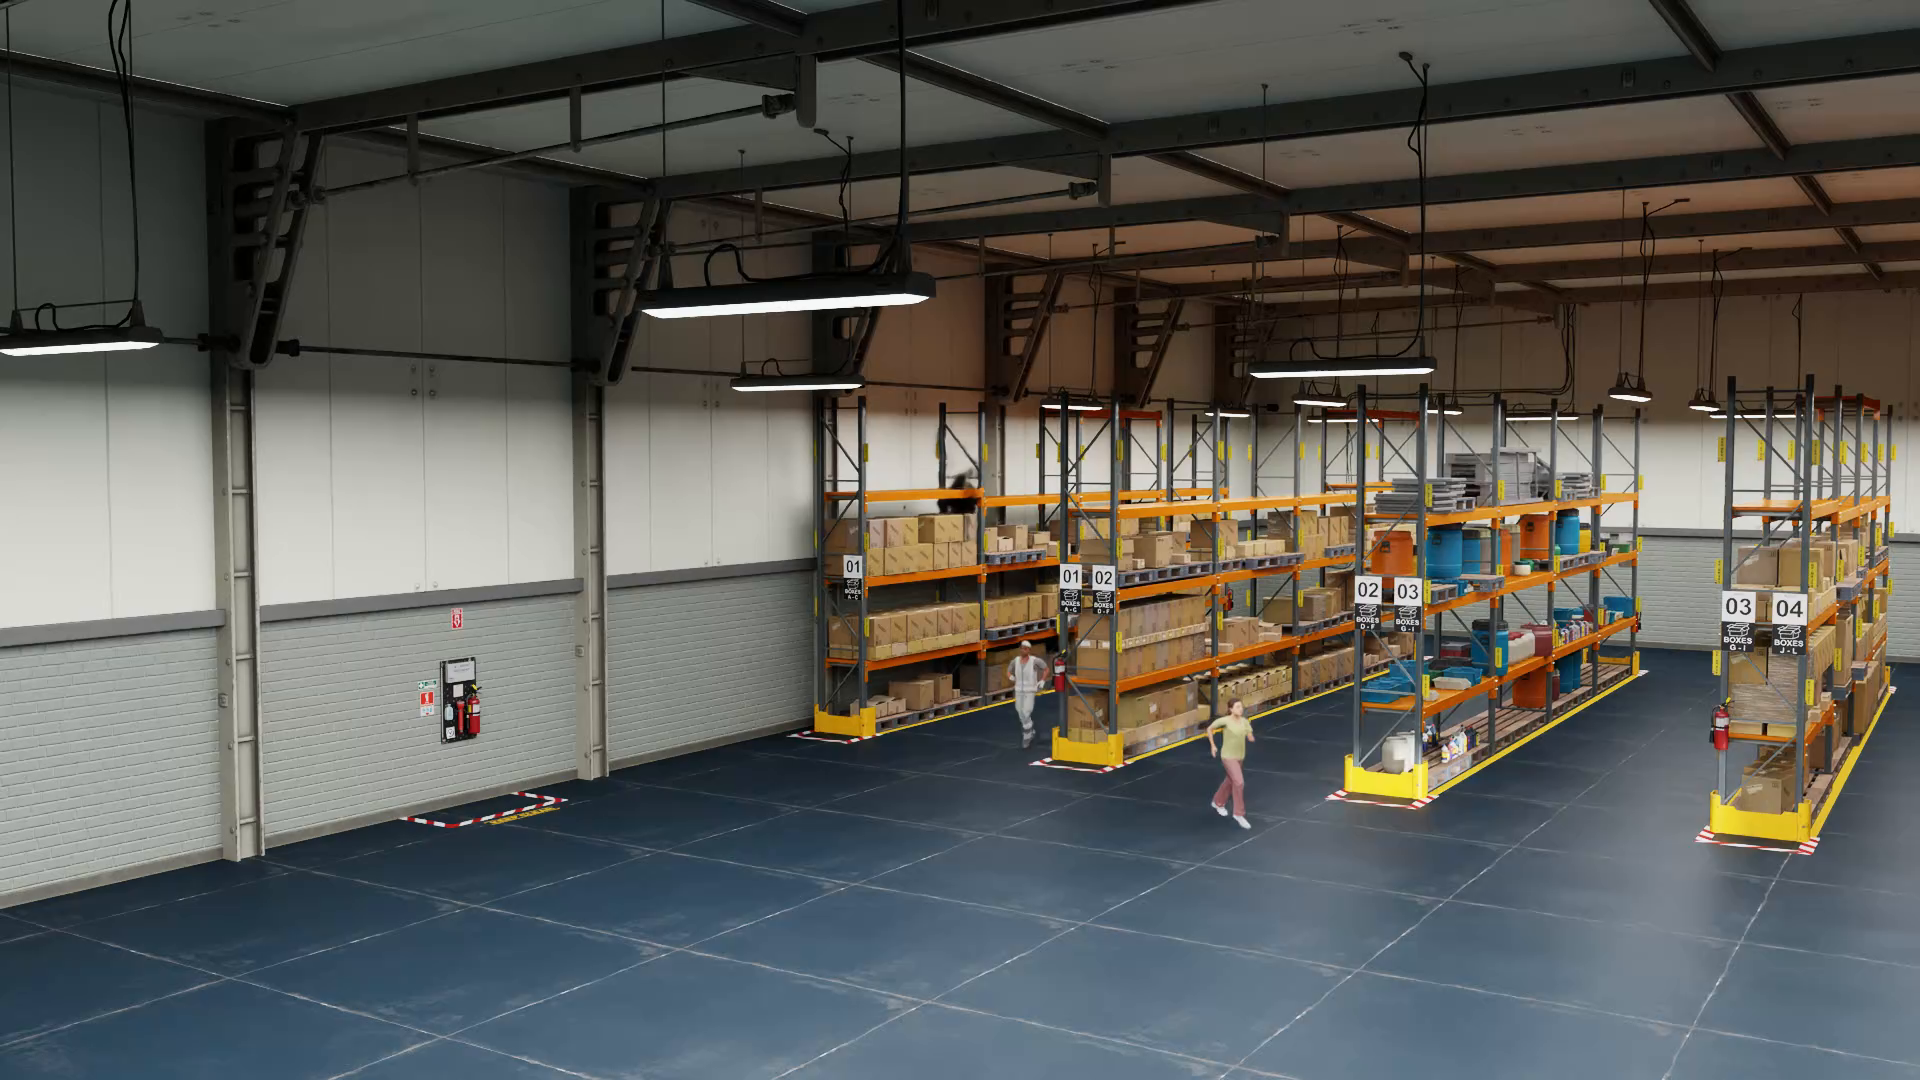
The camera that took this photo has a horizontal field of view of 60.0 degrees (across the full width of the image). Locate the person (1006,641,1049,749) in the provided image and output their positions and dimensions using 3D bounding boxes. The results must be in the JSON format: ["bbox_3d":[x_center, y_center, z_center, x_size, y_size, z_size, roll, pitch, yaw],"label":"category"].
[{"bbox_3d":[1.119,2.637,28.376,0.711,1.849,0.672,1,3,26],"label":"person"}]

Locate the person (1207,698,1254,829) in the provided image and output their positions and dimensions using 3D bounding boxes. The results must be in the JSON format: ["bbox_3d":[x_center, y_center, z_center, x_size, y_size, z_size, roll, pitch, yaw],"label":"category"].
[{"bbox_3d":[3.671,2.974,22.469,0.547,1.715,0.843,-2,4,-33],"label":"person"}]
